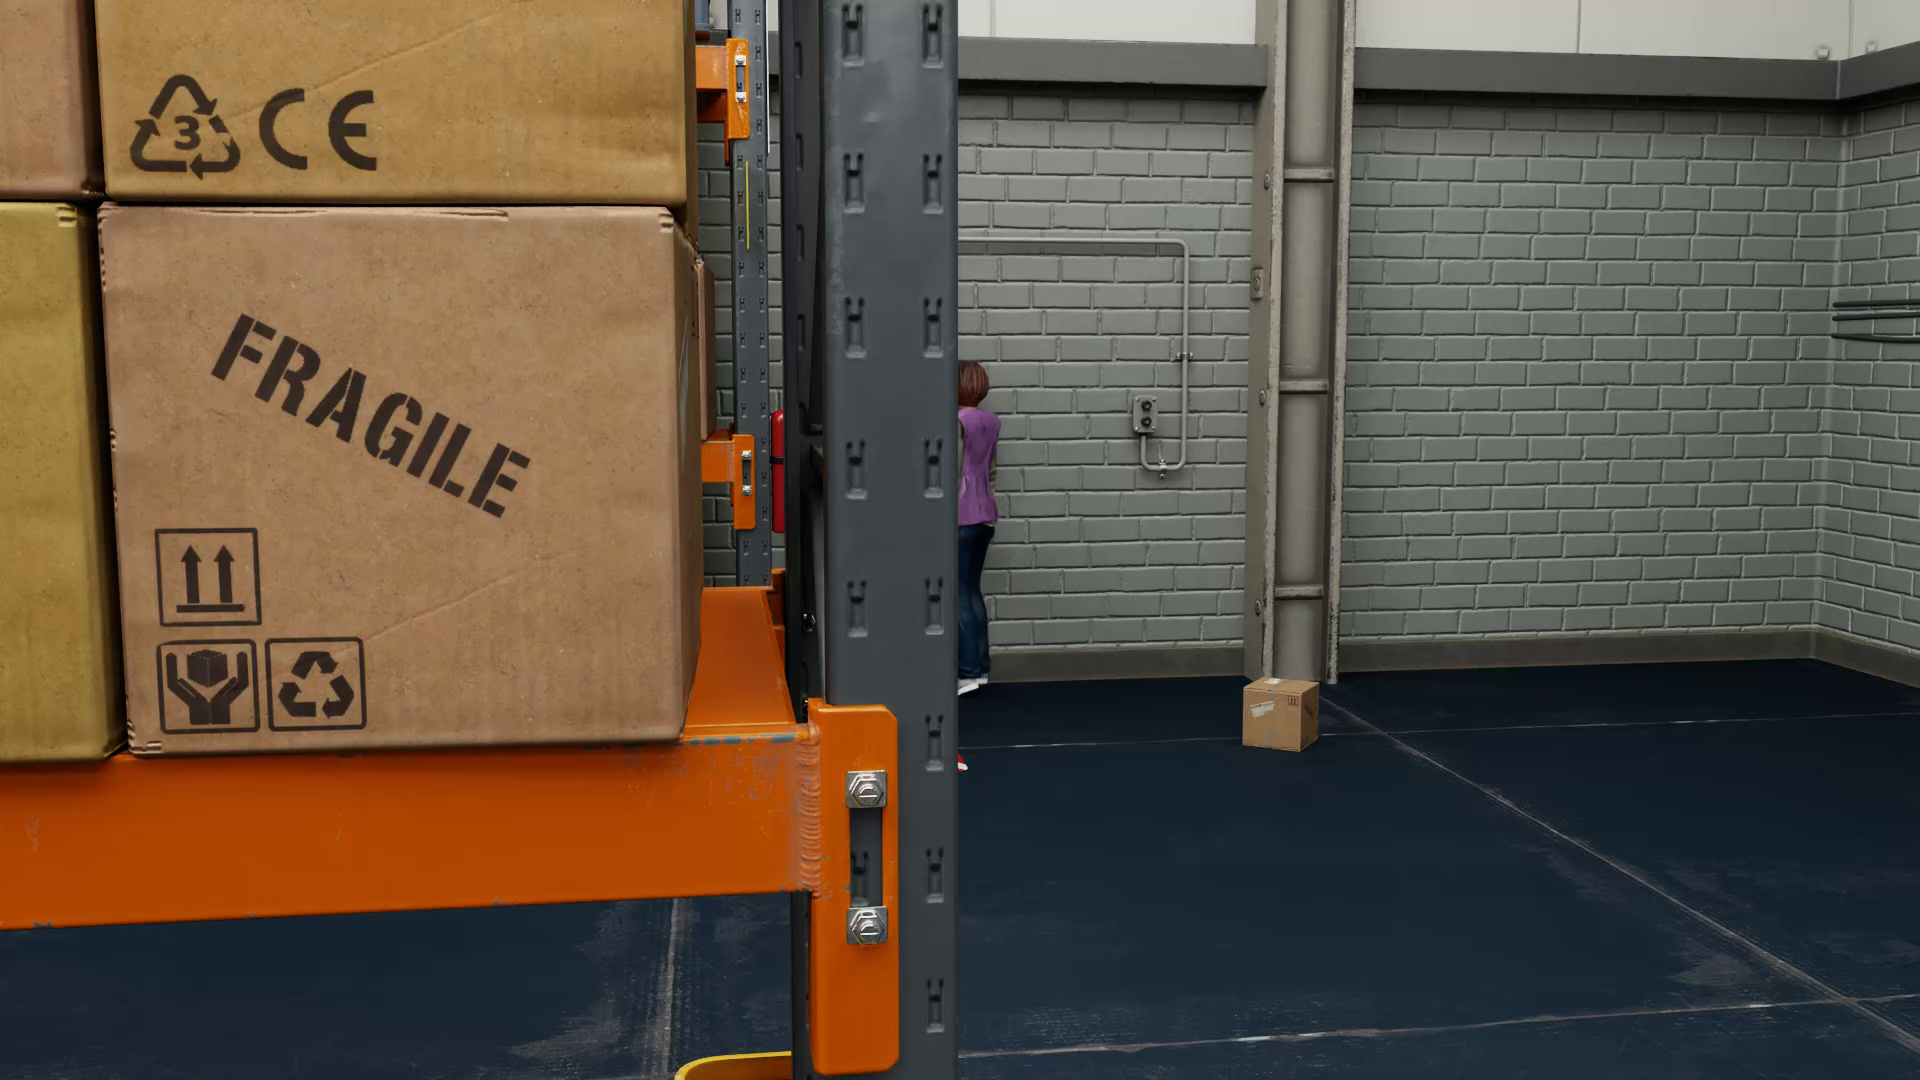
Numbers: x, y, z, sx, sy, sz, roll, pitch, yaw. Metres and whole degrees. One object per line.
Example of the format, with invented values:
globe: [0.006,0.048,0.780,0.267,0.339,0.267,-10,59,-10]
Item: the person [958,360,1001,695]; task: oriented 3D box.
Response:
person: [0.006,-0.045,8.058,0.365,1.646,0.413,5,9,38]
